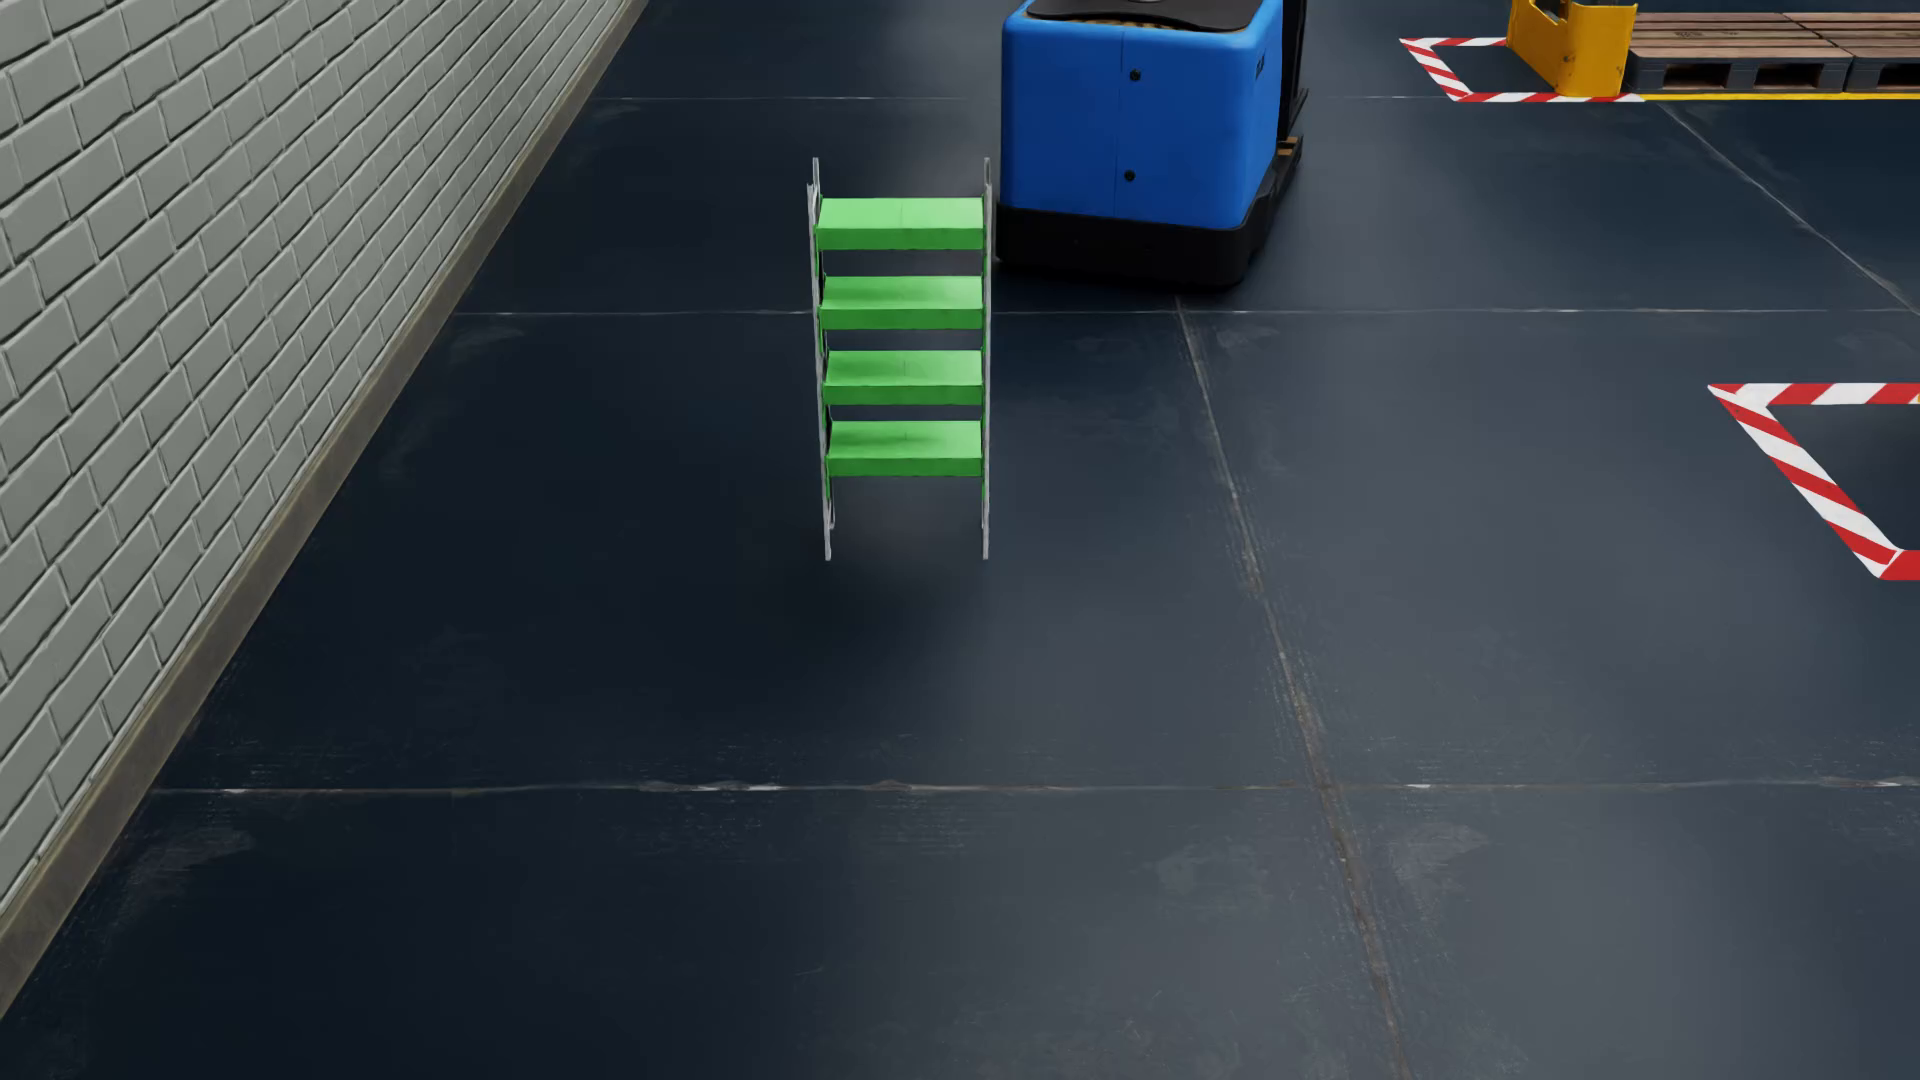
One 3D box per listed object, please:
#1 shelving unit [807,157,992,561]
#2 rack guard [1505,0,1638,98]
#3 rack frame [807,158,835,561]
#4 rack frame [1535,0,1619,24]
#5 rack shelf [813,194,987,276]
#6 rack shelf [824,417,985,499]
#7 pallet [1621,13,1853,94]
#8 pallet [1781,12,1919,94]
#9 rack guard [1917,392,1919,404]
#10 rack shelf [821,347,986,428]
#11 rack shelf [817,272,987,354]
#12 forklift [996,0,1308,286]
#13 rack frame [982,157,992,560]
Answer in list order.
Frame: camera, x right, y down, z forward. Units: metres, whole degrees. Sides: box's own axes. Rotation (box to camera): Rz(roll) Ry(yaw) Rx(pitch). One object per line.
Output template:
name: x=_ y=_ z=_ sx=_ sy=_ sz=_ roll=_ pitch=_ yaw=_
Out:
shelving unit: x=-0.166 y=-0.512 z=4.938 sx=0.503 sy=1.200 sz=0.258 roll=0 pitch=31 yaw=0
rack guard: x=3.552 y=-3.007 z=9.724 sx=0.348 sy=0.500 sz=1.175 roll=0 pitch=31 yaw=0
rack frame: x=-0.410 y=-0.512 z=4.937 sx=0.015 sy=1.200 sz=0.240 roll=0 pitch=31 yaw=0
rack frame: x=3.576 y=-4.082 z=9.087 sx=0.127 sy=3.000 sz=1.000 roll=0 pitch=31 yaw=0
rack shelf: x=-0.166 y=-0.868 z=4.722 sx=0.480 sy=0.148 sz=0.258 roll=0 pitch=31 yaw=0
rack shelf: x=-0.166 y=-0.253 z=5.096 sx=0.480 sy=0.148 sz=0.258 roll=0 pitch=31 yaw=0
pallet: x=4.401 y=-2.873 z=9.781 sx=1.213 sy=0.211 sz=1.003 roll=0 pitch=31 yaw=0
pallet: x=5.618 y=-2.875 z=9.785 sx=1.213 sy=0.211 sz=1.003 roll=0 pitch=31 yaw=0
rack guard: x=3.678 y=-0.445 z=5.501 sx=0.348 sy=0.500 sz=1.175 roll=0 pitch=31 yaw=0
rack shelf: x=-0.166 y=-0.458 z=4.971 sx=0.480 sy=0.148 sz=0.258 roll=0 pitch=31 yaw=0
rack shelf: x=-0.166 y=-0.663 z=4.847 sx=0.480 sy=0.148 sz=0.258 roll=0 pitch=31 yaw=0
forklift: x=1.077 y=-3.052 z=7.454 sx=1.130 sy=2.935 sz=3.031 roll=9 pitch=32 yaw=15
rack frame: x=0.078 y=-0.513 z=4.939 sx=0.015 sy=1.200 sz=0.240 roll=0 pitch=31 yaw=0
